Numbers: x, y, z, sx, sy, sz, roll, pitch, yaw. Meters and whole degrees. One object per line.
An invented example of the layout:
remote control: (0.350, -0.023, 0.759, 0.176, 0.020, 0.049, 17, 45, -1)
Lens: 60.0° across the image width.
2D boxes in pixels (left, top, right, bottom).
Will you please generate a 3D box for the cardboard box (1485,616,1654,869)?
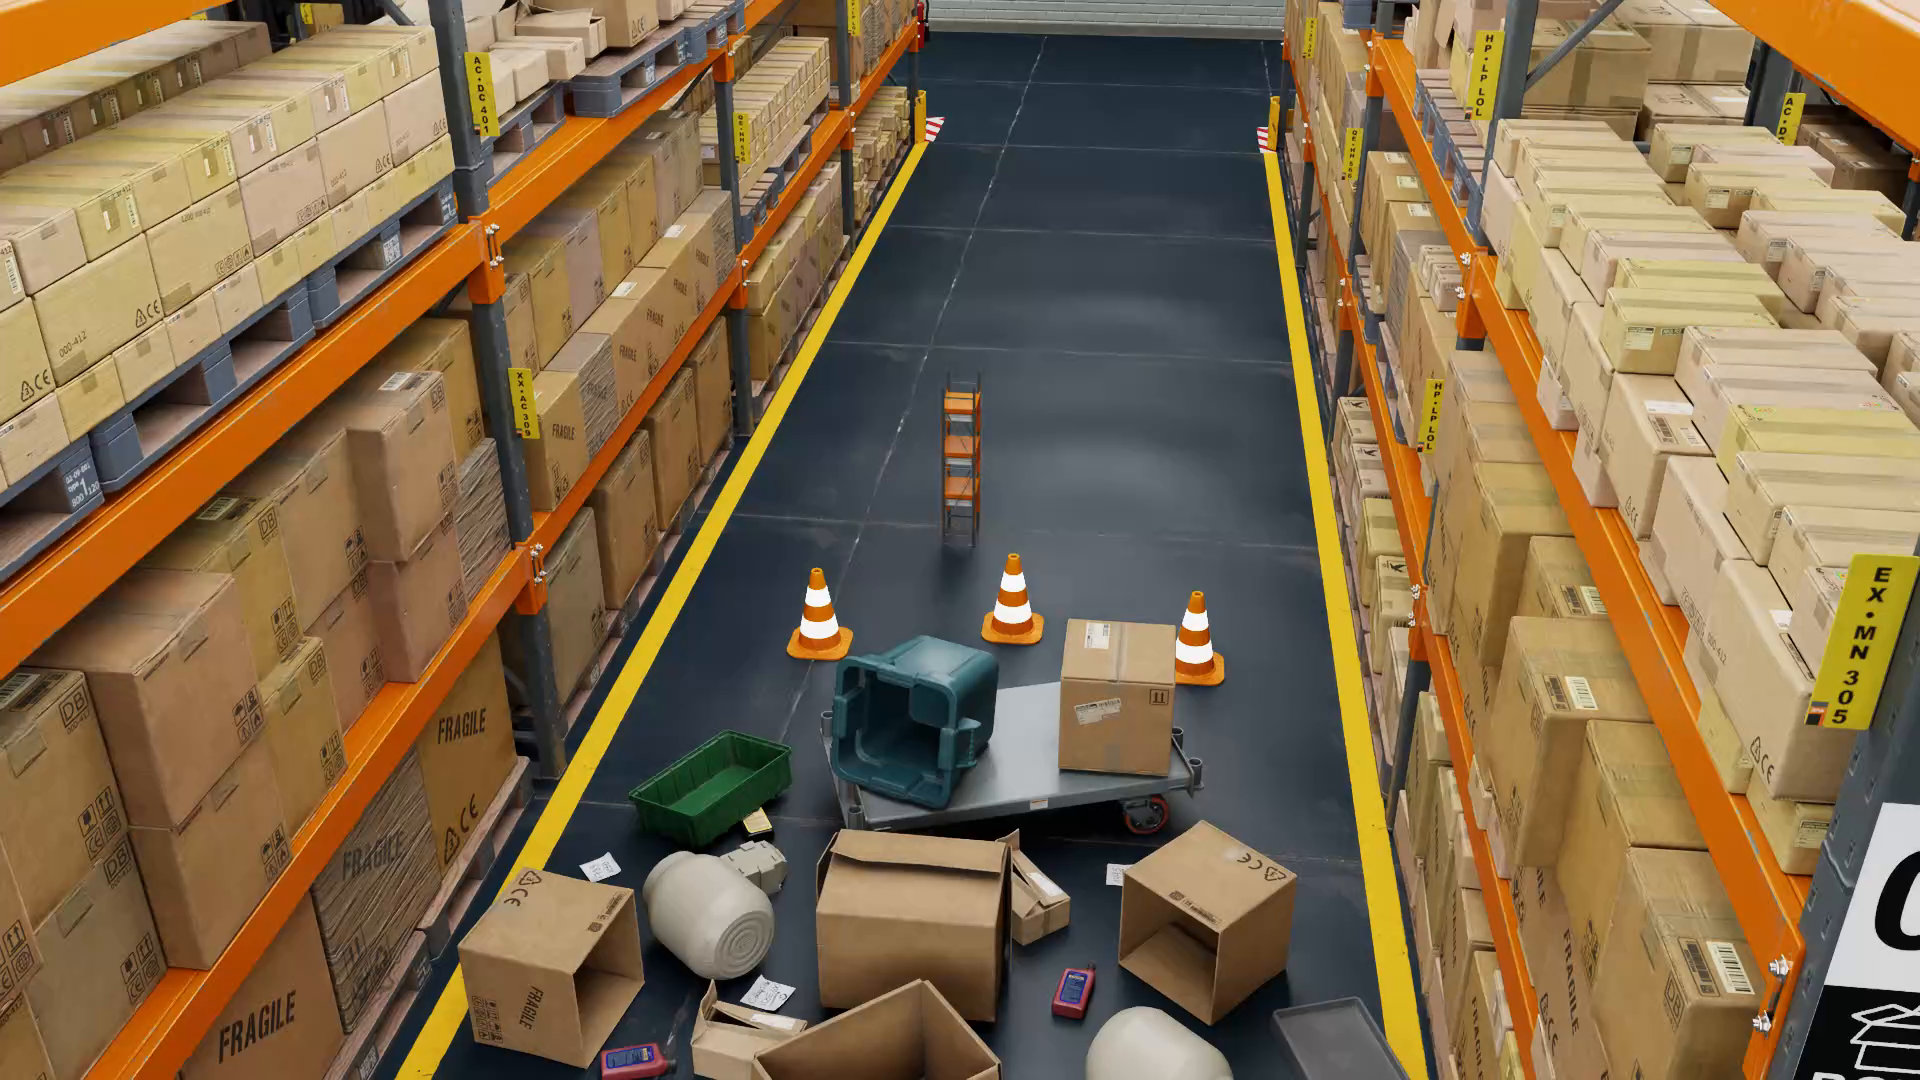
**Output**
cardboard box: (1.876, 0.567, 4.562, 0.700, 0.500, 0.500, 3, 28, 6)

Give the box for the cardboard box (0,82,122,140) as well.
cardboard box: (-2.939, -1.362, 5.329, 0.380, 0.149, 0.250, 4, 29, 7)

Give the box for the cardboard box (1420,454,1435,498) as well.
cardboard box: (2.280, -0.296, 7.459, 0.380, 0.149, 0.250, 4, 29, 7)

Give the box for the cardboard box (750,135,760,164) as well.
cardboard box: (-1.625, -2.761, 11.722, 0.380, 0.149, 0.250, 2, 28, 5)

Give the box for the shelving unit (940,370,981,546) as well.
shelving unit: (0.007, -0.487, 10.048, 0.215, 1.050, 0.252, 3, 28, 6)

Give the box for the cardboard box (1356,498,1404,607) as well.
cardboard box: (2.721, 0.095, 9.239, 0.950, 0.372, 0.625, 4, 29, 8)

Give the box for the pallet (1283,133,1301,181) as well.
pallet: (3.941, -4.004, 17.459, 1.003, 0.211, 1.213, 3, 28, 6)

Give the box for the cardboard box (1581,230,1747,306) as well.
cardboard box: (2.023, -0.779, 4.795, 0.380, 0.149, 0.250, 3, 28, 5)

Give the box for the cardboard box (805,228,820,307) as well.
cardboard box: (-1.425, -2.208, 13.379, 0.500, 0.500, 0.500, 3, 28, 5)

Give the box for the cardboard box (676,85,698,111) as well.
cardboard box: (-2.179, -3.289, 12.387, 0.380, 0.149, 0.250, 5, 29, 9)

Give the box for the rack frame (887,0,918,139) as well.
rack frame: (-0.964, -5.852, 17.951, 1.000, 3.000, 0.127, 3, 28, 6)

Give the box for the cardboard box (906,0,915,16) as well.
cardboard box: (-0.764, -5.801, 17.436, 0.500, 0.500, 0.500, 4, 29, 7)

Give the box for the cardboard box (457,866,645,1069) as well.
cardboard box: (-1.606, 1.686, 6.591, 0.500, 0.500, 0.500, 8, 29, 15)

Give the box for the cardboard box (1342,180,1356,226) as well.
cardboard box: (2.788, -2.243, 10.883, 0.500, 0.250, 0.500, 3, 28, 6)

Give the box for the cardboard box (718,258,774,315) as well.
cardboard box: (-1.620, -1.812, 11.853, 0.500, 0.250, 0.500, 2, 28, 4)

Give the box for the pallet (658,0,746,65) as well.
pallet: (-1.971, -3.018, 9.726, 1.213, 0.211, 1.003, 5, 29, 9)

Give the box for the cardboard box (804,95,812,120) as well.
cardboard box: (-1.401, -3.488, 13.384, 0.380, 0.149, 0.250, 2, 28, 4)

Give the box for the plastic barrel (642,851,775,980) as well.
plastic barrel: (-1.051, 1.553, 6.920, 0.421, 0.421, 0.512, -24, 36, -37)

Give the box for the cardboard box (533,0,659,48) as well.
cardboard box: (-1.879, -2.846, 8.553, 0.500, 0.500, 0.500, 3, 28, 6)

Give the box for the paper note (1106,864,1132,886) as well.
paper note: (0.733, 1.494, 7.445, 0.148, 0.019, 0.142, 3, 28, 6)

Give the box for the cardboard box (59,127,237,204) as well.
cardboard box: (-2.349, -1.088, 4.821, 0.380, 0.149, 0.250, 4, 29, 7)

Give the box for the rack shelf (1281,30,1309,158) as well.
rack shelf: (3.716, -4.354, 15.928, 1.077, 0.370, 4.000, 3, 28, 6)

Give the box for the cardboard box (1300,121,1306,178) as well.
cardboard box: (3.876, -3.922, 16.625, 0.875, 0.438, 0.875, 4, 29, 8)

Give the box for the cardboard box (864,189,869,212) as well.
cardboard box: (-1.058, -3.177, 15.548, 0.380, 0.149, 0.250, 4, 29, 8)

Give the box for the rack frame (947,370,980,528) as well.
rack frame: (0.022, -0.545, 10.154, 0.200, 1.050, 0.008, 3, 28, 6)

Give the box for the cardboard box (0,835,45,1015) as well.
cardboard box: (-2.841, 0.965, 3.999, 0.875, 0.550, 0.550, 3, 28, 6)

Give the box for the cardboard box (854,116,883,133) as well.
cardboard box: (-0.986, -4.171, 16.764, 0.380, 0.149, 0.250, 2, 28, 4)

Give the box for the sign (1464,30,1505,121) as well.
sign: (1.939, -1.716, 6.149, 0.100, 0.325, 0.005, 3, 28, 6)

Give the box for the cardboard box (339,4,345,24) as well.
cardboard box: (-5.984, -5.142, 15.687, 0.500, 0.500, 0.500, 3, 28, 6)

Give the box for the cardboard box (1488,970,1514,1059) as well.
cardboard box: (1.886, 1.518, 5.252, 0.380, 0.149, 0.250, 5, 29, 8)

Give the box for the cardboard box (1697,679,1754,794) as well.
cardboard box: (1.765, 0.406, 3.436, 0.380, 0.149, 0.250, 4, 29, 7)

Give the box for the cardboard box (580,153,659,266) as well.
cardboard box: (-2.131, -1.880, 9.418, 0.700, 0.500, 0.500, 3, 28, 5)

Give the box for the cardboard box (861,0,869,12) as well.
cardboard box: (-1.109, -5.028, 14.947, 0.500, 0.500, 0.500, 3, 28, 5)

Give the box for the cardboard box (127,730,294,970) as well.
cardboard box: (-2.685, 0.919, 5.223, 0.875, 0.550, 0.550, 3, 28, 6)

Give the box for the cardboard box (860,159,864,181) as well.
cardboard box: (-1.120, -3.550, 15.927, 0.380, 0.149, 0.250, 2, 28, 4)

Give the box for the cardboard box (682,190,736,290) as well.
cardboard box: (-1.733, -1.903, 10.515, 0.500, 0.500, 0.500, 3, 28, 6)

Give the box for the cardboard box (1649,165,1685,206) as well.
cardboard box: (2.704, -1.125, 5.857, 0.500, 0.250, 0.500, 3, 28, 6)

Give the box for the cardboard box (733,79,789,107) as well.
cardboard box: (-1.502, -3.365, 12.529, 0.380, 0.149, 0.250, 3, 28, 5)

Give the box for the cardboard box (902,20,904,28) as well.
cardboard box: (-0.791, -5.457, 17.482, 0.380, 0.149, 0.250, 3, 28, 6)

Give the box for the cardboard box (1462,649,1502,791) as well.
cardboard box: (2.047, 0.525, 5.693, 0.500, 0.500, 0.500, 3, 28, 6)

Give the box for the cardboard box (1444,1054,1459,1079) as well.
cardboard box: (1.963, 2.059, 5.723, 0.500, 0.250, 0.500, 2, 28, 4)

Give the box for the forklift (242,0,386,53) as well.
forklift: (-4.465, -2.312, 11.451, 1.130, 2.935, 3.031, 4, 29, 7)

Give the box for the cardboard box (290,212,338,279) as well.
cardboard box: (-2.286, -0.975, 5.451, 0.380, 0.149, 0.250, 4, 29, 7)

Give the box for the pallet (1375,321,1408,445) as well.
pallet: (2.779, -0.828, 8.827, 1.003, 0.211, 1.213, 3, 28, 6)

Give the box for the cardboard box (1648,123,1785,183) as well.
cardboard box: (2.669, -1.363, 5.879, 0.380, 0.149, 0.250, 4, 29, 7)

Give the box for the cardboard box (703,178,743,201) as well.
cardboard box: (-1.689, -2.360, 11.290, 0.380, 0.149, 0.250, 3, 28, 5)

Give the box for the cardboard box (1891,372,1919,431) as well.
cardboard box: (2.393, -0.267, 3.844, 0.380, 0.149, 0.250, 3, 28, 6)

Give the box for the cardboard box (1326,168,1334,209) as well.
cardboard box: (2.910, -2.511, 11.907, 0.500, 0.250, 0.500, 3, 28, 6)

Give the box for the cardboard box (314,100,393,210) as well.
cardboard box: (-2.302, -1.334, 5.696, 0.500, 0.250, 0.500, 3, 28, 6)

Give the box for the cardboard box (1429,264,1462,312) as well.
cardboard box: (2.395, -1.165, 7.704, 0.380, 0.149, 0.250, 3, 28, 5)

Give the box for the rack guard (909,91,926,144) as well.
rack guard: (-0.973, -4.716, 18.477, 1.175, 0.500, 0.348, 3, 28, 6)

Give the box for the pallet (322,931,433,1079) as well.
pallet: (-2.752, 1.953, 6.402, 1.003, 0.211, 1.213, 3, 28, 6)

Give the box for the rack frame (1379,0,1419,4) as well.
rack frame: (2.981, -4.488, 9.092, 1.000, 3.000, 0.127, 3, 28, 6)

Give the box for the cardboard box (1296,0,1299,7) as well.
cardboard box: (3.508, -5.401, 15.953, 0.500, 0.500, 0.500, 3, 28, 6)

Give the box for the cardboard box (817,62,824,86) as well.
cardboard box: (-1.338, -3.852, 13.746, 0.380, 0.149, 0.250, 4, 29, 7)

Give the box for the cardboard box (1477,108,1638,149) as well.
cardboard box: (2.419, -1.687, 6.771, 0.500, 0.250, 0.500, 3, 28, 5)
